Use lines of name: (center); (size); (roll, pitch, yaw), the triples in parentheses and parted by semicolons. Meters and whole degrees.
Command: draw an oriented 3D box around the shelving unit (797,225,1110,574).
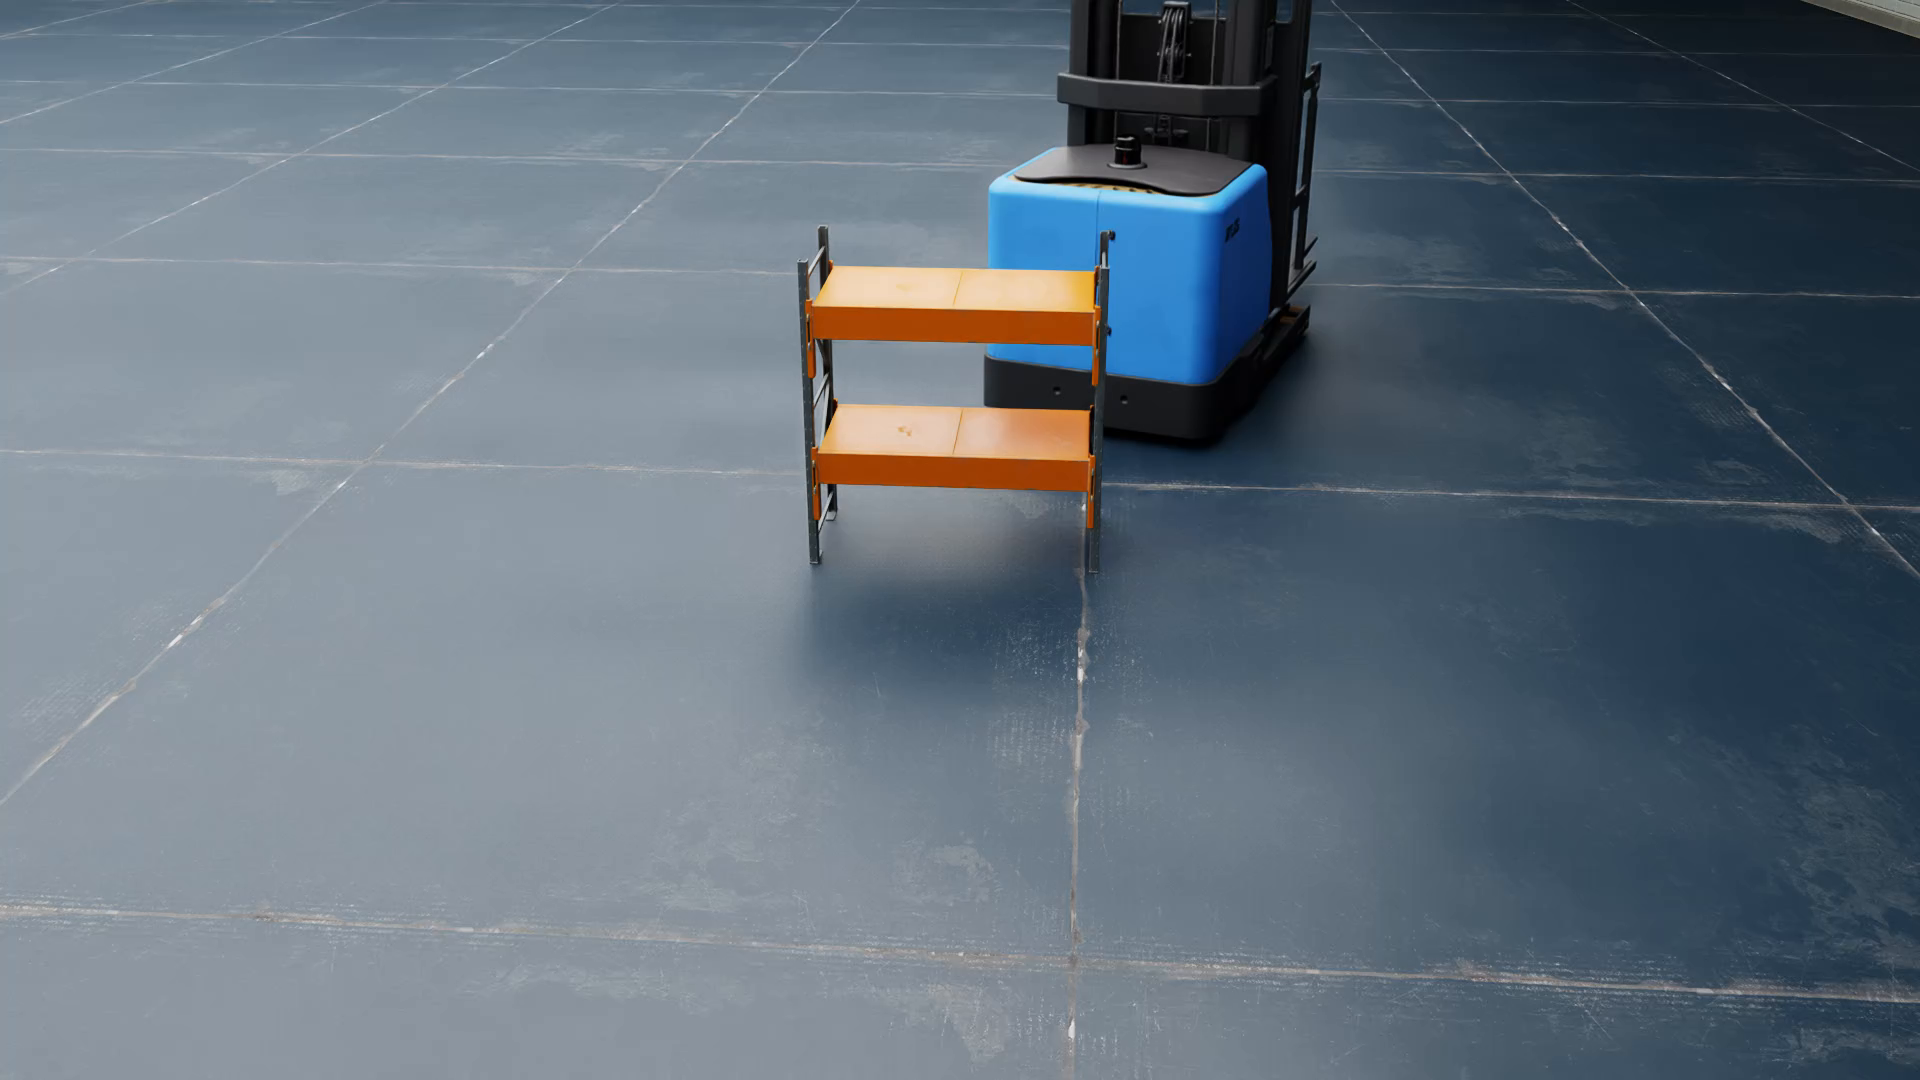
shelving unit: (-0.007, -0.511, 6.015); (1.048, 1.125, 0.538); (2, 25, 4)

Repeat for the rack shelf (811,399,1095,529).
rack shelf: (-0.007, -0.289, 6.118); (1.000, 0.278, 0.538); (2, 25, 4)

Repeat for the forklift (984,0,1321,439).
forklift: (1.142, -2.345, 7.840); (1.130, 2.935, 3.031); (10, 27, 21)

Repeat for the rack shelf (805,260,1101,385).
rack shelf: (-0.007, -0.777, 5.893); (1.000, 0.278, 0.538); (2, 25, 4)

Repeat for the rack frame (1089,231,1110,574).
rack frame: (0.500, -0.495, 5.980); (0.032, 1.125, 0.500); (2, 25, 4)

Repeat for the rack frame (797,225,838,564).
rack frame: (-0.514, -0.527, 6.051); (0.032, 1.125, 0.500); (2, 25, 4)
